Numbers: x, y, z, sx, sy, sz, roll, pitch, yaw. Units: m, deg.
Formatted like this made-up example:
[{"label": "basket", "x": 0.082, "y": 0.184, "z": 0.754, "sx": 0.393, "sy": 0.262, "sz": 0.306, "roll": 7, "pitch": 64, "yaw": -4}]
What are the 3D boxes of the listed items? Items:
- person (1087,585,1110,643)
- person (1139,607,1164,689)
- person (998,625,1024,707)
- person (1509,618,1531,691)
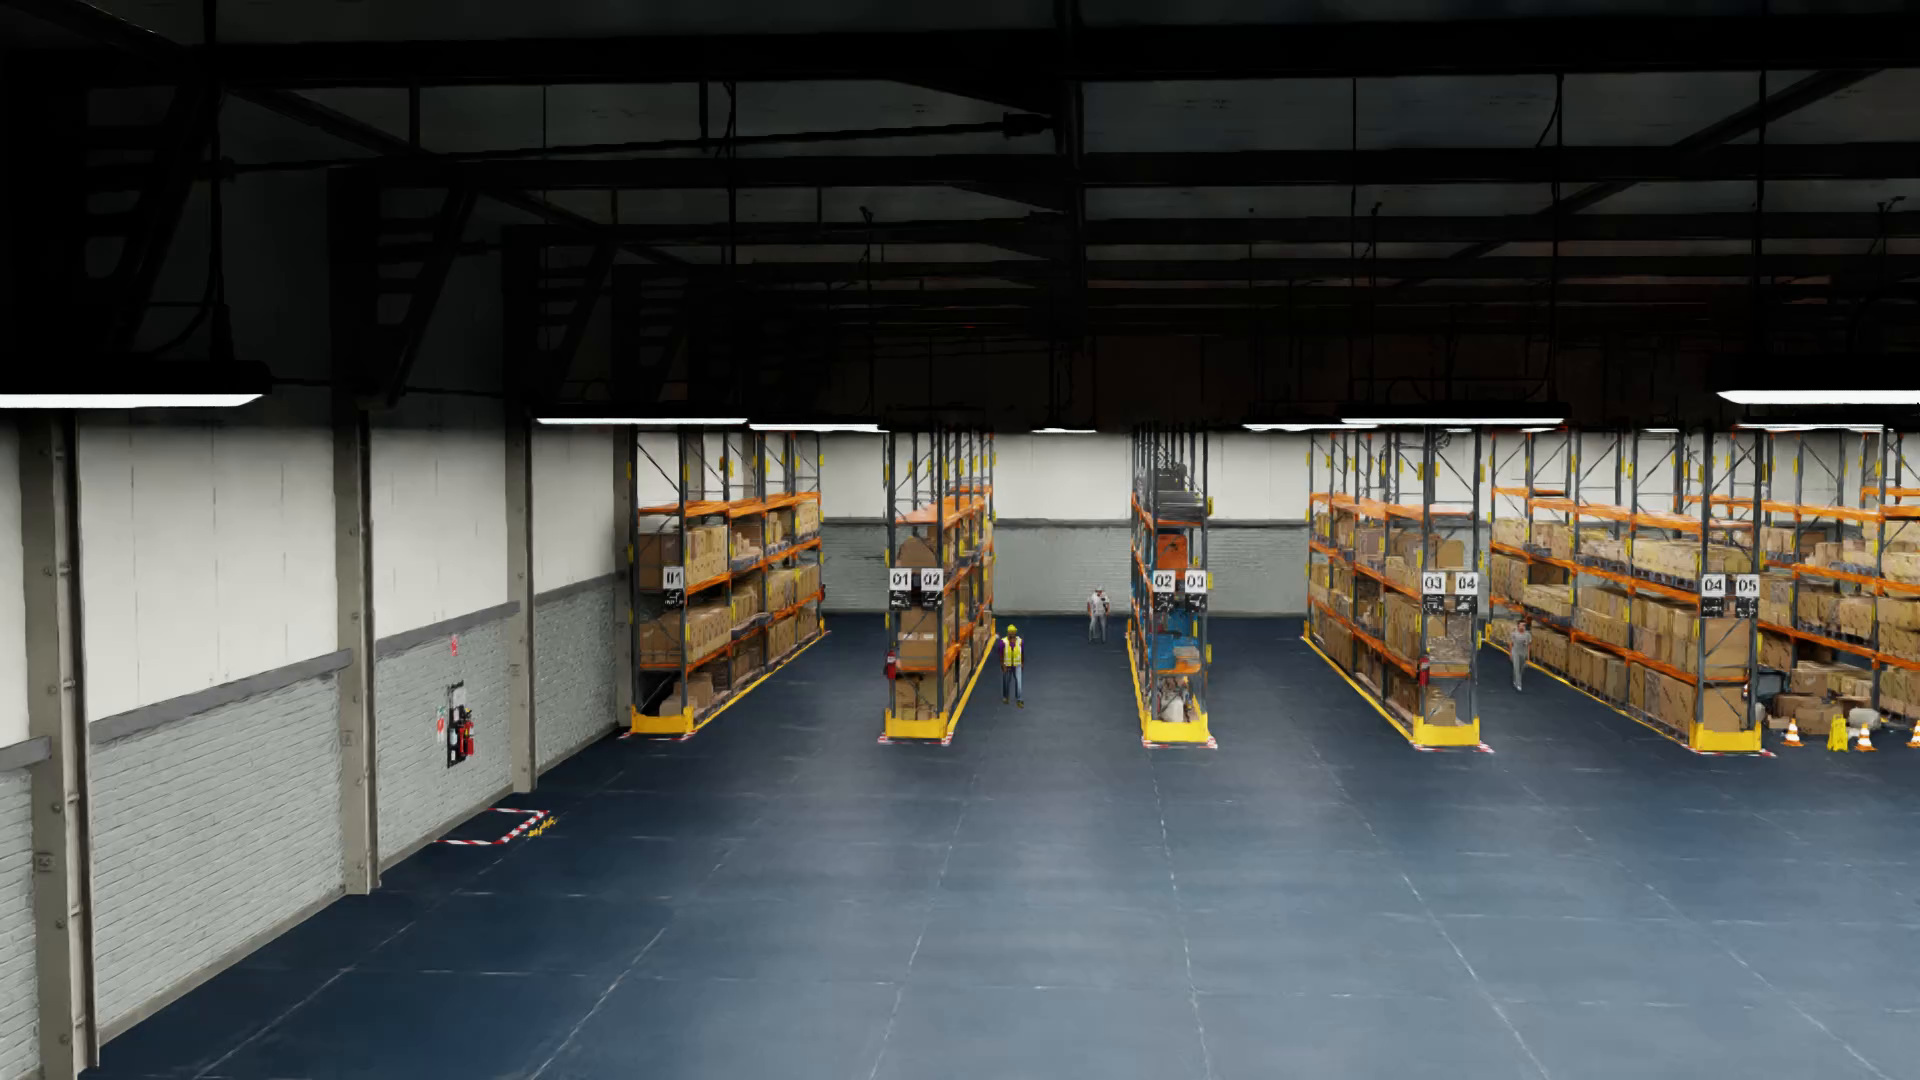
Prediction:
[{"label": "person", "x": 3.809, "y": 2.033, "z": 45.749, "sx": 0.625, "sy": 1.611, "sz": 0.582, "roll": 0, "pitch": 4, "yaw": 3}, {"label": "person", "x": 4.169, "y": 2.341, "z": 36.138, "sx": 0.497, "sy": 1.793, "sz": 0.620, "roll": 0, "pitch": 4, "yaw": -4}, {"label": "person", "x": 1.088, "y": 2.638, "z": 35.112, "sx": 0.571, "sy": 1.708, "sz": 1.033, "roll": 0, "pitch": 4, "yaw": -3}, {"label": "person", "x": 12.582, "y": 2.546, "z": 37.292, "sx": 0.446, "sy": 1.589, "sz": 1.095, "roll": 0, "pitch": 4, "yaw": 3}]
